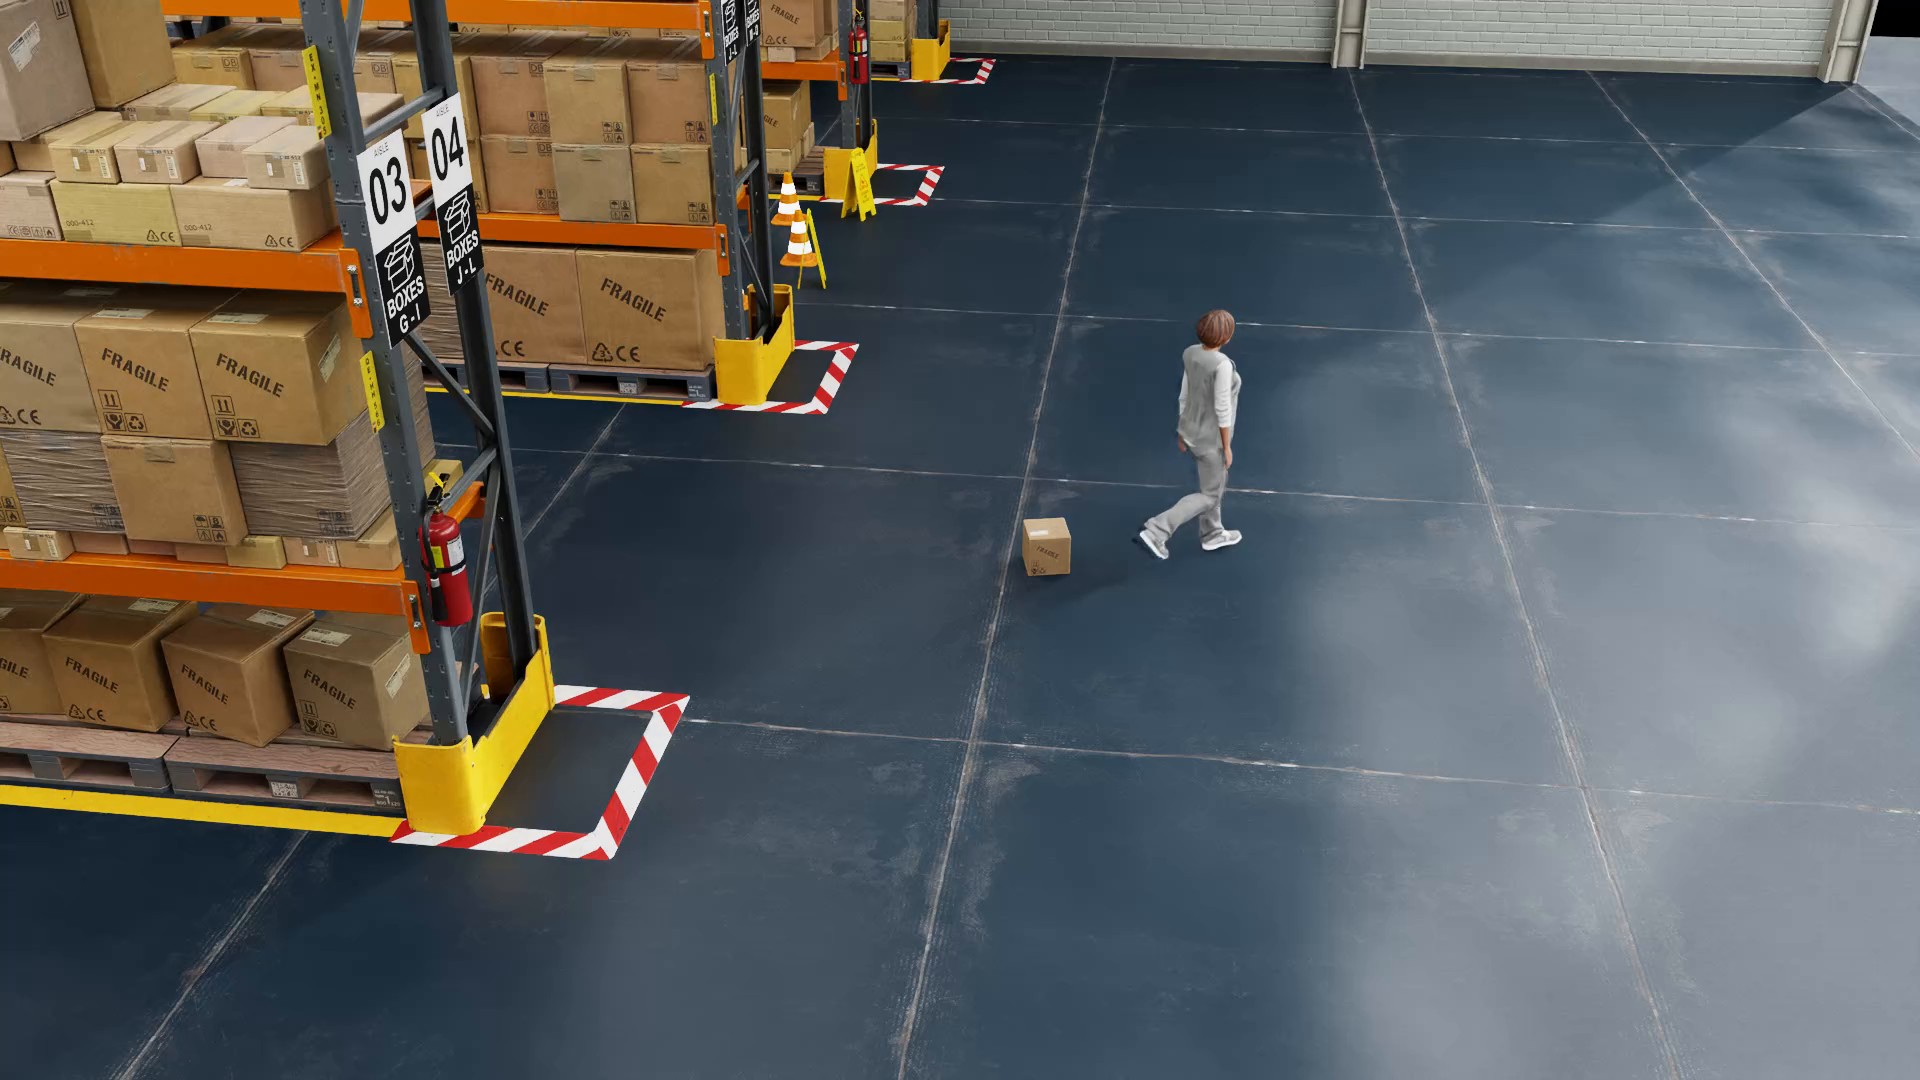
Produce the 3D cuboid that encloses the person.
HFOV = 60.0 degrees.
[{"bbox_3d":[1.384,-0.593,9.688,0.784,1.565,0.414,-12,31,-20],"label":"person"}]
